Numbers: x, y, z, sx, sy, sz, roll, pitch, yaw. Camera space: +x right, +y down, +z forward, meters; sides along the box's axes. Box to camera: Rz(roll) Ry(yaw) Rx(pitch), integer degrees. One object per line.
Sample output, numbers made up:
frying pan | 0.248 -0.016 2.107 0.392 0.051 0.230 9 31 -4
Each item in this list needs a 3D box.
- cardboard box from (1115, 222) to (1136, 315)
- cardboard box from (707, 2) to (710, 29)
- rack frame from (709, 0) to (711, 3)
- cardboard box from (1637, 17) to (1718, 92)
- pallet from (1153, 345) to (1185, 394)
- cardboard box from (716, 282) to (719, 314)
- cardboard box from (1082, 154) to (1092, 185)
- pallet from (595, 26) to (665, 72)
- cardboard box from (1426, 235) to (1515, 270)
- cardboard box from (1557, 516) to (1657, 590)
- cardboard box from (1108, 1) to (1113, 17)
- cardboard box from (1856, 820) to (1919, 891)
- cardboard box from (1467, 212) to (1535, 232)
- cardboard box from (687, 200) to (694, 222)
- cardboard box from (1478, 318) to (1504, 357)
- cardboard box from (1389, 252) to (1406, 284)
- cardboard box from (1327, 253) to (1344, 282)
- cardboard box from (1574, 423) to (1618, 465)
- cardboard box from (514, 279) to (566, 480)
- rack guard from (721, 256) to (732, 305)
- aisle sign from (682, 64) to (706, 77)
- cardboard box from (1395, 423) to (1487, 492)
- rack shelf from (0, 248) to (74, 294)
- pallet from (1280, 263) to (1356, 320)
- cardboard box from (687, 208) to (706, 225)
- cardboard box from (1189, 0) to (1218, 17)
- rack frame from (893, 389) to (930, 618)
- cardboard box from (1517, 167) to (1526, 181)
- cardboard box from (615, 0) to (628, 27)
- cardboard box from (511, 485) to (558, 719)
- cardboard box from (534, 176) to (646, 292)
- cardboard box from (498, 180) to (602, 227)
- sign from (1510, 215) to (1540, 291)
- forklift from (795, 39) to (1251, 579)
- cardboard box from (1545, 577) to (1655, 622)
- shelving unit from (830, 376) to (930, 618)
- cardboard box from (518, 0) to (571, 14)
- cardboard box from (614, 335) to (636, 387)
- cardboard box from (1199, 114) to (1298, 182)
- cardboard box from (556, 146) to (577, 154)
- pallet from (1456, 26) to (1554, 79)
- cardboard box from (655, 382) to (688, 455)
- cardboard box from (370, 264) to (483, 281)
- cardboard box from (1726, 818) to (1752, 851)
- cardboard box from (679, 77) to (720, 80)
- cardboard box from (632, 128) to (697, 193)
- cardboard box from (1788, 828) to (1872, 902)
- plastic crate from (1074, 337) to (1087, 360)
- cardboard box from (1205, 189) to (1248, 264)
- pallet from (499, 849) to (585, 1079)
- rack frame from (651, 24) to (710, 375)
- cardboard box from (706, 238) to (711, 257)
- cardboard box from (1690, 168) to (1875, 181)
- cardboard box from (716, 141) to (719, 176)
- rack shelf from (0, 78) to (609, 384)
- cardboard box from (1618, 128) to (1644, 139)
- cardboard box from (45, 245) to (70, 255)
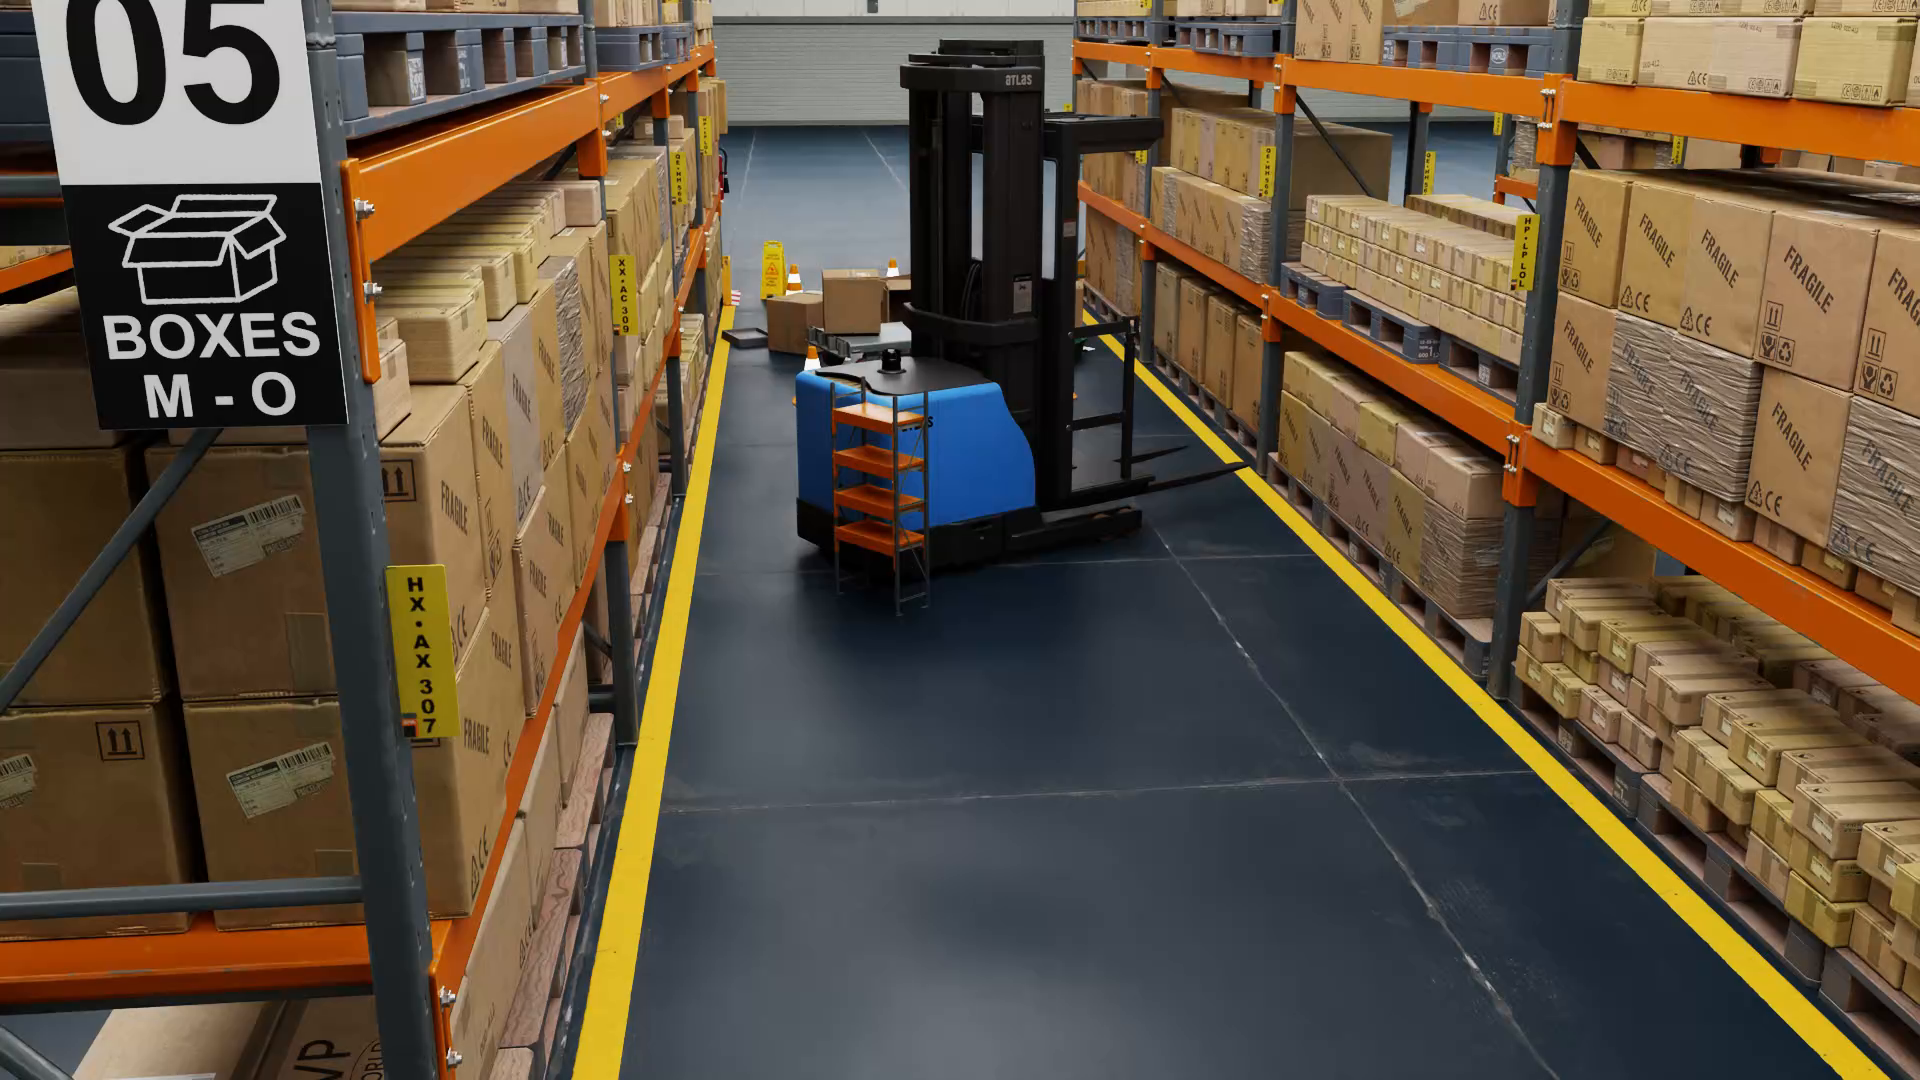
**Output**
cardboard box | 2.079 -2.736 16.732 0.875 0.875 0.875 -2 18 -5
cardboard box | -2.725 -5.154 16.331 0.500 0.250 0.500 -1 17 -4
rack frame | -3.155 -6.963 17.332 1.000 3.000 0.127 -2 18 -6
cardboard box | 2.842 -1.773 6.059 0.500 0.250 0.500 -2 18 -6
pallet | 2.325 -1.534 14.710 1.003 0.211 1.213 -2 18 -6
cardboard box | -2.699 -2.446 16.850 0.500 0.250 0.500 -2 18 -8
cardboard box | 1.841 -4.246 18.443 0.875 0.550 0.550 -2 18 -6
pallet | -2.093 -2.535 8.551 1.003 0.211 1.213 -1 17 -3
cardboard box | 2.658 -1.495 8.656 0.380 0.149 0.250 -2 18 -7
cardboard box | 3.183 0.056 8.464 0.500 0.500 0.500 -1 17 -3
cardboard box | 1.657 -5.204 16.290 0.380 0.149 0.250 -2 18 -6
cardboard box | 3.016 0.981 5.111 0.380 0.149 0.250 -2 18 -8
cardboard box | 3.191 -1.828 9.718 0.380 0.149 0.250 -2 18 -6
cardboard box | -2.313 -2.614 13.214 0.380 0.149 0.250 -2 18 -5
cardboard box | 2.730 -0.978 8.004 0.380 0.149 0.250 -2 18 -5
cardboard box | 2.599 -1.508 9.195 0.380 0.149 0.250 -1 17 -4
cardboard box | 2.484 -1.681 10.241 0.380 0.149 0.250 -1 17 -3
cardboard box | 2.800 -0.419 6.924 0.380 0.149 0.250 -1 17 -4
cardboard box | -1.445 -0.466 4.816 0.500 0.500 0.500 -2 18 -5
rack guard | -3.147 -2.885 18.533 1.175 0.500 0.348 -2 18 -6
aisle sign | -2.873 -5.368 17.928 0.394 0.787 0.004 -2 18 -6
cardboard box | 2.628 -0.442 8.796 0.500 0.250 0.500 -1 17 -3
rack shelf | -7.473 -1.815 12.152 1.077 0.370 4.000 -2 18 -6
pallet | 2.763 -1.600 10.584 1.213 0.211 1.003 -2 18 -6
cardboard box | -2.456 -2.893 14.803 0.380 0.149 0.250 -2 18 -6
cardboard box | 2.031 -4.334 13.519 0.250 0.149 0.380 -2 18 -6
rack frame | -0.255 -0.186 8.766 0.015 1.200 0.240 17 24 42
cardboard box | 6.501 -4.119 18.710 0.380 0.149 0.250 -2 18 -6
cardboard box | -1.720 -2.476 7.180 0.500 0.500 0.500 -2 18 -7
cardboard box | -1.383 0.165 4.477 0.500 0.500 0.500 -2 18 -6
cardboard box | -1.806 -1.490 8.080 0.500 0.500 0.500 -2 18 -7
cardboard box | -1.569 -1.278 6.320 0.380 0.149 0.250 -2 18 -7
sign | 2.444 -1.243 7.194 0.100 0.325 0.005 -2 18 -6
forklift | 0.513 -1.508 10.088 3.031 2.935 1.130 -12 21 -34
cardboard box | 2.825 0.277 7.353 0.380 0.149 0.250 -1 17 -3
shelving unit | -0.428 -0.237 8.930 0.503 1.200 0.258 17 24 42
cardboard box | -1.506 -1.825 5.527 0.380 0.149 0.250 -1 17 -4
cardboard box | -1.682 -0.832 7.235 0.500 0.250 0.500 -2 18 -7
cardboard box | 2.334 -3.165 13.415 0.700 0.500 0.500 -2 18 -5
cardboard box | -2.522 -2.087 9.982 0.500 0.500 0.500 -2 18 -7
pallet | 3.038 -2.237 7.601 1.213 0.211 1.003 -2 18 -6
cardboard box | -2.378 -0.832 11.506 0.950 0.372 0.625 -3 18 -9
cardboard box | -1.401 -0.593 4.140 0.380 0.149 0.250 -2 18 -5
cardboard box | 2.991 1.031 5.943 0.380 0.149 0.250 -1 17 -4
cardboard box | -2.885 -4.622 17.558 0.700 0.500 0.500 -2 18 -7
cardboard box | -2.467 -3.168 13.896 0.500 0.500 0.500 -2 18 -7
cardboard box | 2.948 1.044 5.405 0.380 0.149 0.250 -2 17 -5
plastic crate | 0.850 -1.789 15.466 0.450 0.188 0.662 18 23 19
cardboard box | 2.168 -2.371 12.555 0.500 0.500 0.500 -2 18 -7
pallet | -1.788 1.398 5.370 1.003 0.211 1.213 -2 18 -6
rack frame | -2.743 -2.909 14.434 1.000 3.000 0.127 -2 18 -6
cardboard box | -2.488 -2.688 15.285 0.380 0.149 0.250 -2 17 -5
cardboard box | 3.313 -1.243 6.797 0.500 0.500 0.500 -2 18 -8
cardboard box | -2.825 -4.137 17.683 0.500 0.500 0.500 -2 18 -7
rack shelf | -1.711 -1.017 4.603 1.077 0.370 4.000 -2 18 -6
cardboard box | 6.742 -4.156 16.075 0.500 0.500 0.500 -2 18 -6
cardboard box | -7.310 -2.391 13.036 0.500 0.250 0.500 -2 18 -6
